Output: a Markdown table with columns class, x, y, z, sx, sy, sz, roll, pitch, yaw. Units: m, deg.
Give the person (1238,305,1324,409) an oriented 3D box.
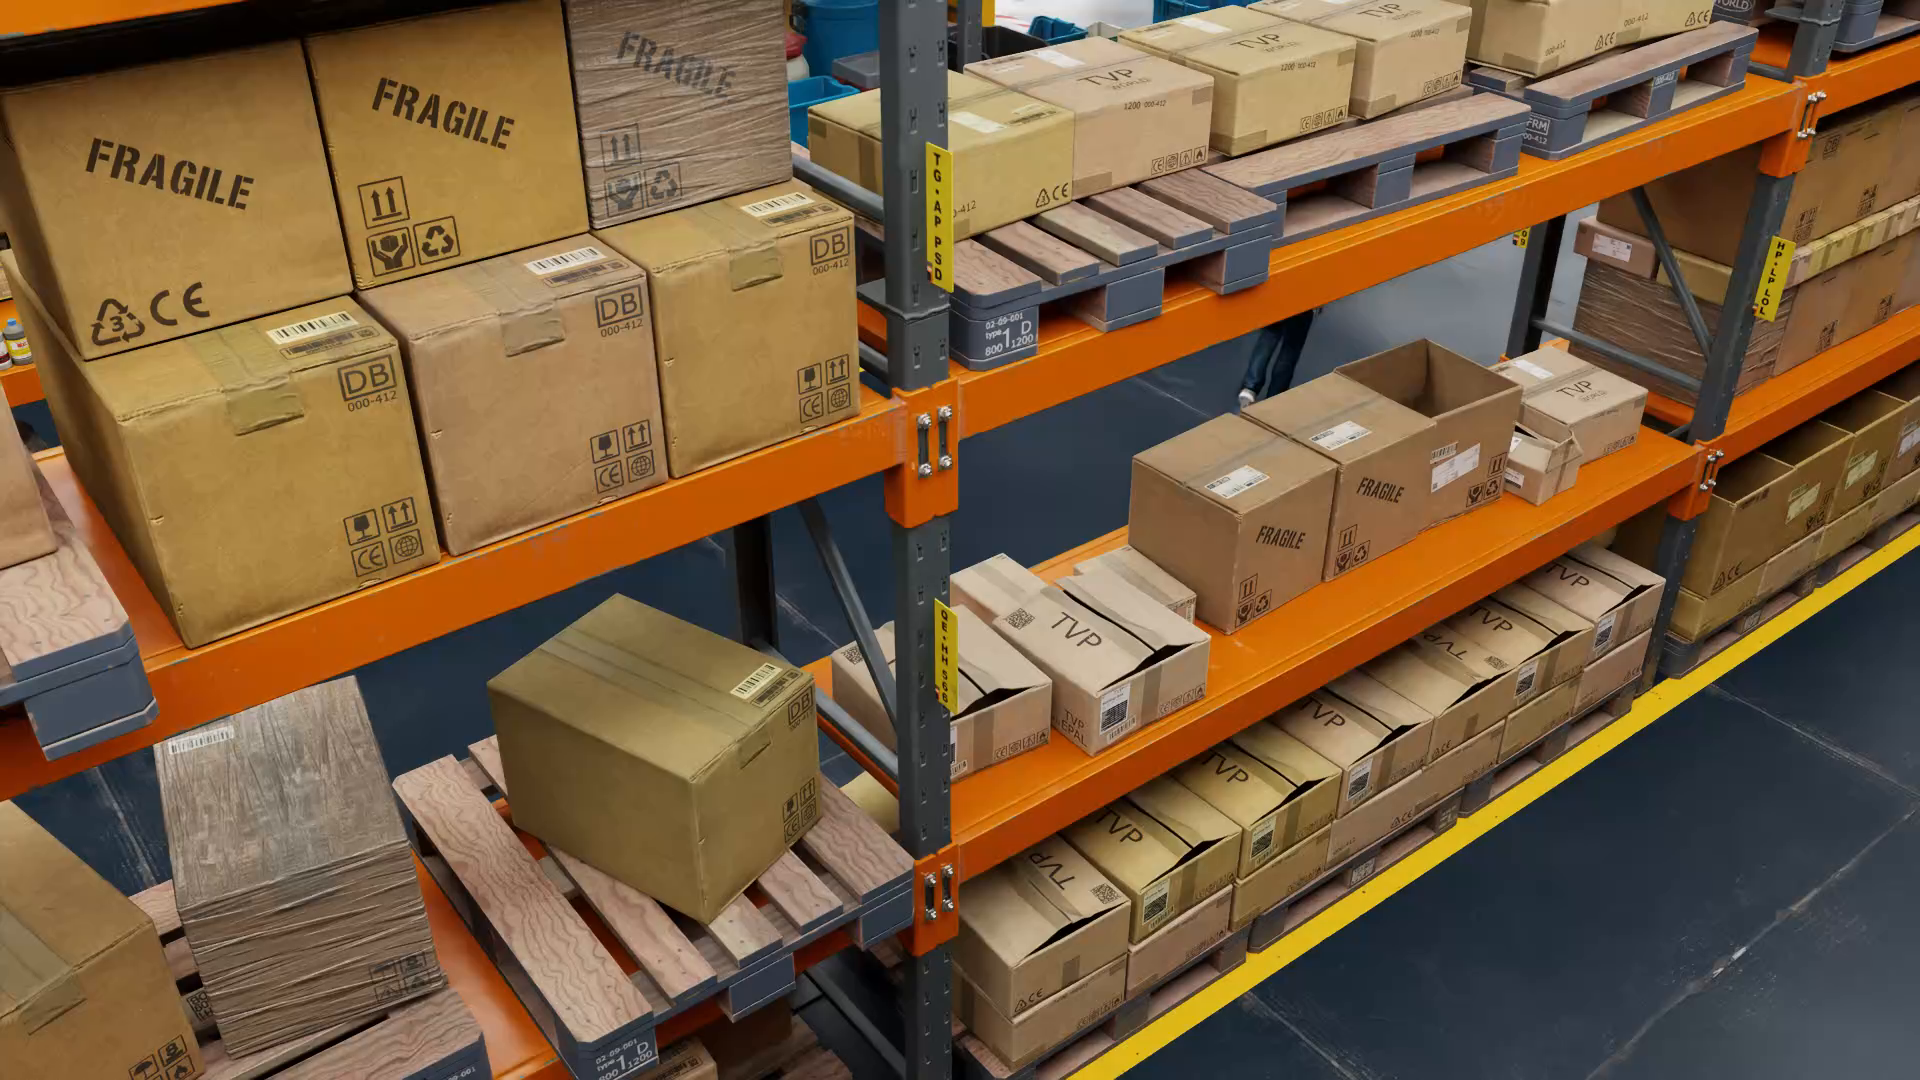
| class | x | y | z | sx | sy | sz | roll | pitch | yaw |
| --- | --- | --- | --- | --- | --- | --- | --- | --- | --- |
| person | 1.786 | -1.366 | 9.229 | 0.432 | 1.590 | 0.433 | 24 | 40 | 32 |
